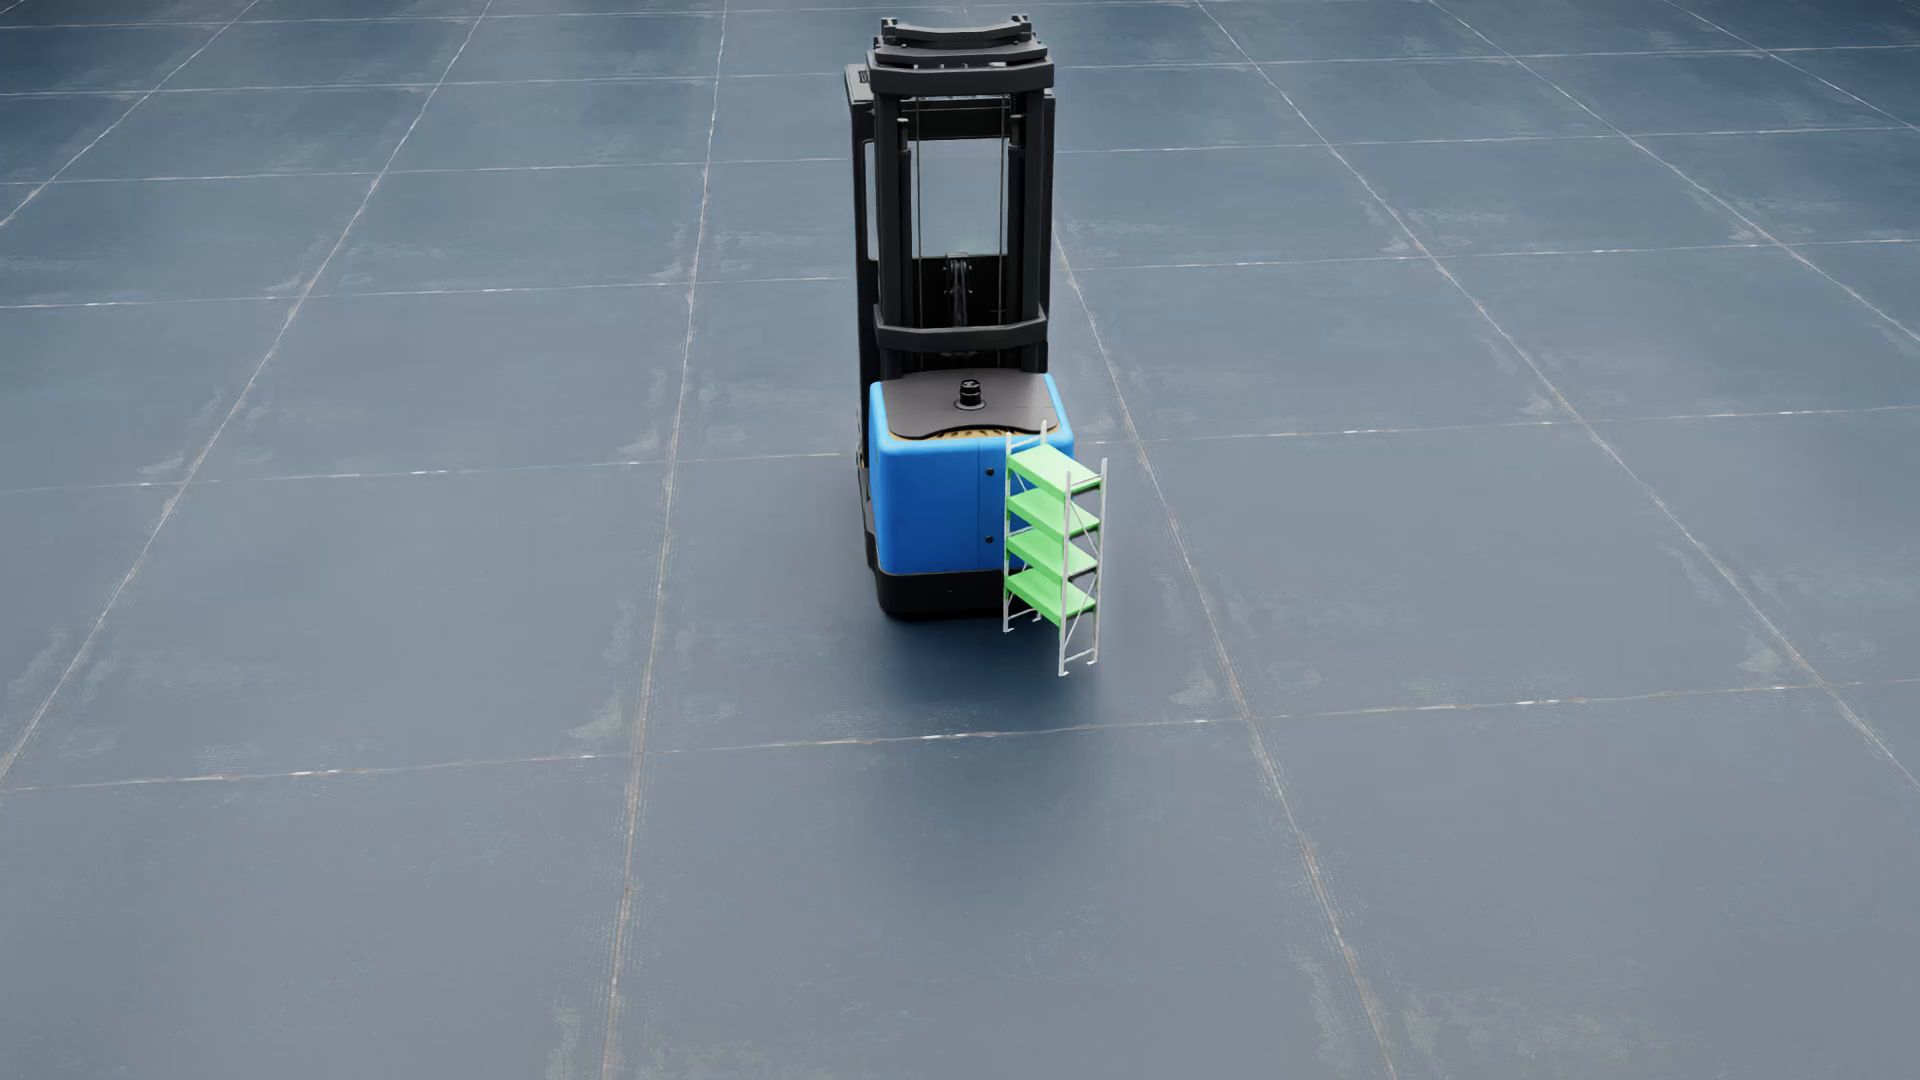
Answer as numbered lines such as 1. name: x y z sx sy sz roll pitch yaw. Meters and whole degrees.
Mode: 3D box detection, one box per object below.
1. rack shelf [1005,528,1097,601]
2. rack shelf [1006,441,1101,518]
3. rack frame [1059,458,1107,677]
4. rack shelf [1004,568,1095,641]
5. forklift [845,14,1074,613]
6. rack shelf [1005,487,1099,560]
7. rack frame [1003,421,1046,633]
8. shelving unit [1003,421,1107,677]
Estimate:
1. rack shelf: 0.473 0.106 8.527 0.258 0.148 0.480 -20 36 -29
2. rack shelf: 0.472 -0.306 8.280 0.258 0.148 0.480 -20 36 -29
3. rack frame: 0.612 0.154 8.321 0.240 1.200 0.015 -20 36 -29
4. rack shelf: 0.473 0.312 8.650 0.258 0.148 0.480 -20 36 -29
5. forklift: -0.064 -1.598 9.566 1.130 2.935 3.031 -3 31 -5
6. rack shelf: 0.473 -0.100 8.403 0.258 0.148 0.480 -20 36 -29
7. rack frame: 0.334 -0.052 8.666 0.240 1.200 0.015 -20 36 -29
8. shelving unit: 0.473 0.051 8.494 0.258 1.200 0.503 -20 36 -29
